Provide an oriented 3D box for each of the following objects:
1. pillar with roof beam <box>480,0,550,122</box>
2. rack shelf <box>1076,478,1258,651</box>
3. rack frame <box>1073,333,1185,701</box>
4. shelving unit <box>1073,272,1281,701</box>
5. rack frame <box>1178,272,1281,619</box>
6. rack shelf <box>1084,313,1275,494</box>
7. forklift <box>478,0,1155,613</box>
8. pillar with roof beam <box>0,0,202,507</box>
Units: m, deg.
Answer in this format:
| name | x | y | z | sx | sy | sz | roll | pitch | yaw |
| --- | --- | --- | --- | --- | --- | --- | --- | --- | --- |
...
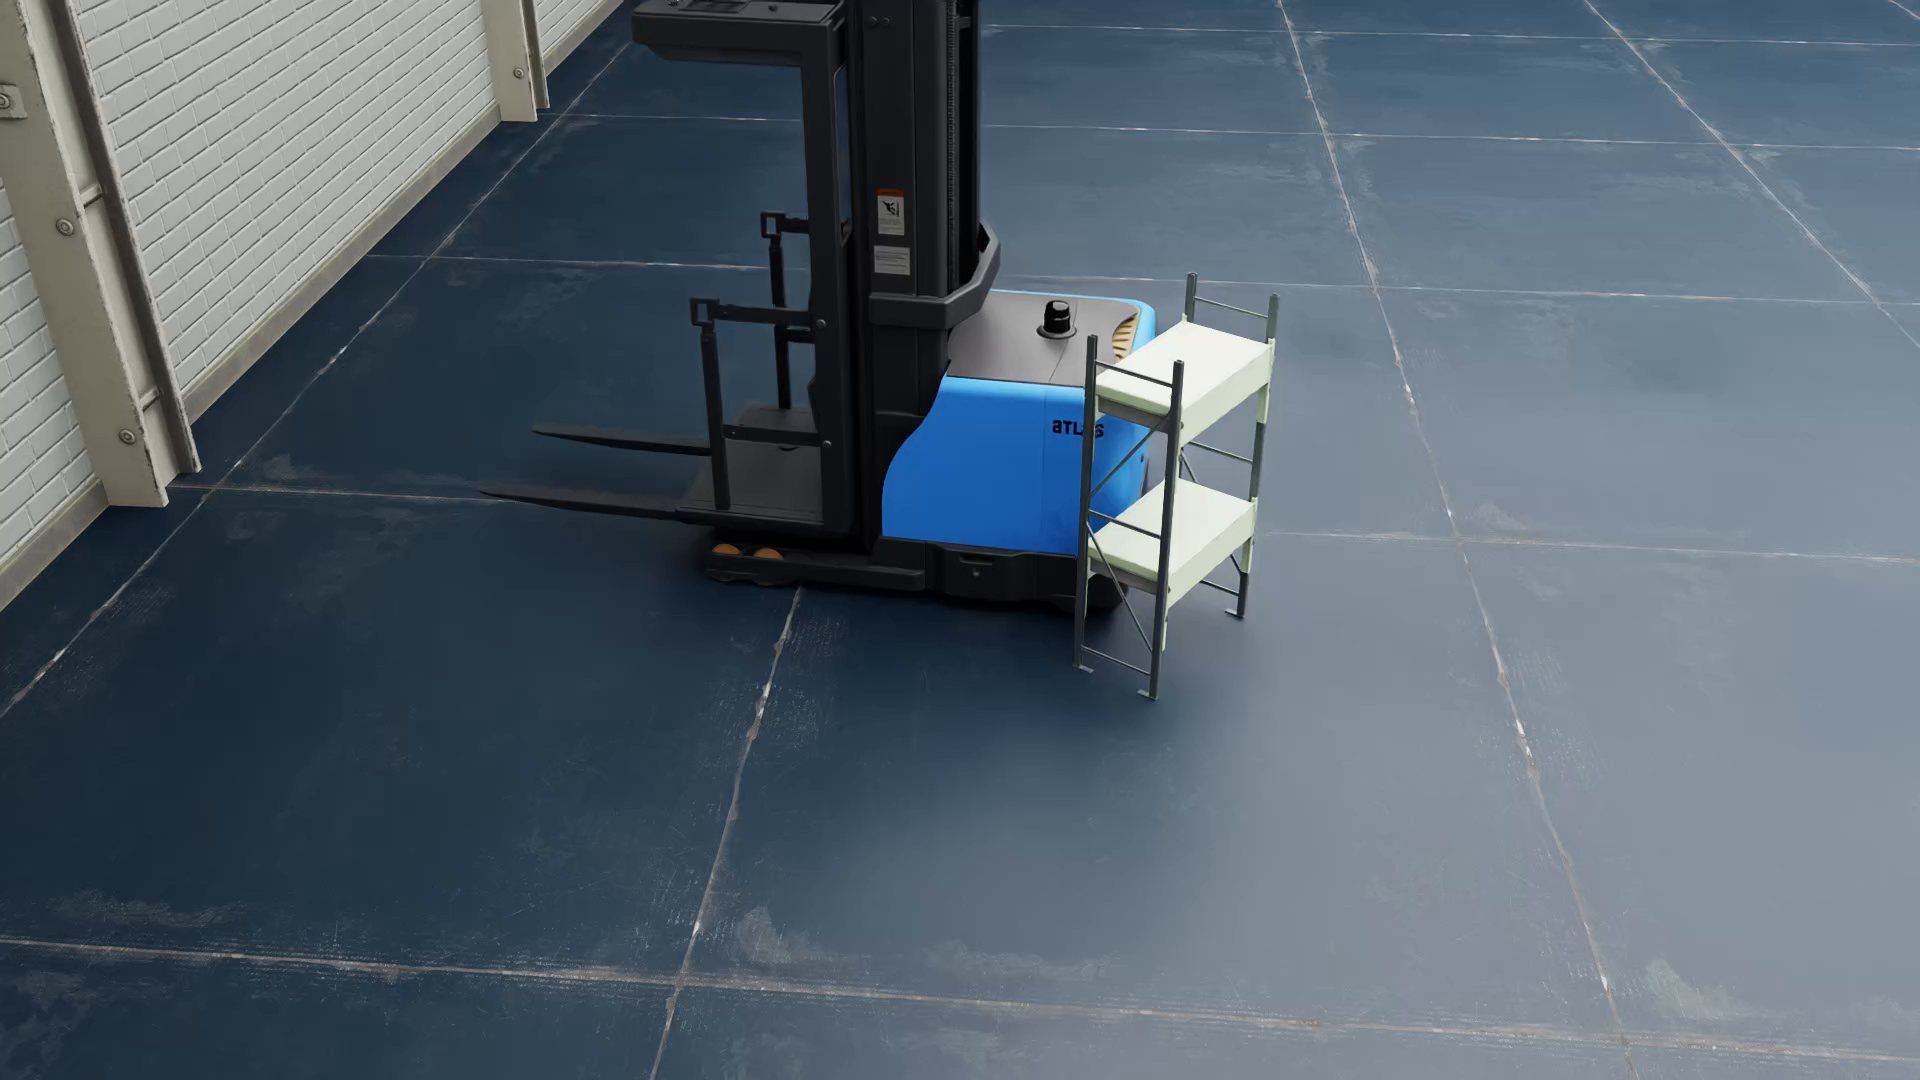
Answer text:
| name | x | y | z | sx | sy | sz | roll | pitch | yaw |
| --- | --- | --- | --- | --- | --- | --- | --- | --- | --- |
| pillar with roof beam | 0.808 | -7.052 | 10.616 | 9.100 | 9.000 | 0.400 | 2 | 32 | 4 |
| rack shelf | 0.853 | 0.067 | 6.833 | 0.431 | 0.370 | 0.720 | 21 | 38 | 31 |
| rack frame | 0.635 | -0.056 | 6.412 | 0.400 | 1.500 | 0.023 | 21 | 38 | 31 |
| shelving unit | 0.853 | -0.210 | 6.662 | 0.431 | 1.500 | 0.755 | 21 | 38 | 31 |
| rack frame | 1.072 | -0.364 | 6.911 | 0.400 | 1.500 | 0.023 | 21 | 38 | 31 |
| rack shelf | 0.853 | -0.542 | 6.457 | 0.431 | 0.370 | 0.720 | 21 | 38 | 31 |
| forklift | -0.684 | -1.308 | 7.078 | 3.031 | 2.935 | 1.130 | 6 | 32 | 9 |
| pillar with roof beam | 0.320 | -3.915 | 5.525 | 9.100 | 9.000 | 0.400 | 2 | 32 | 4 |
